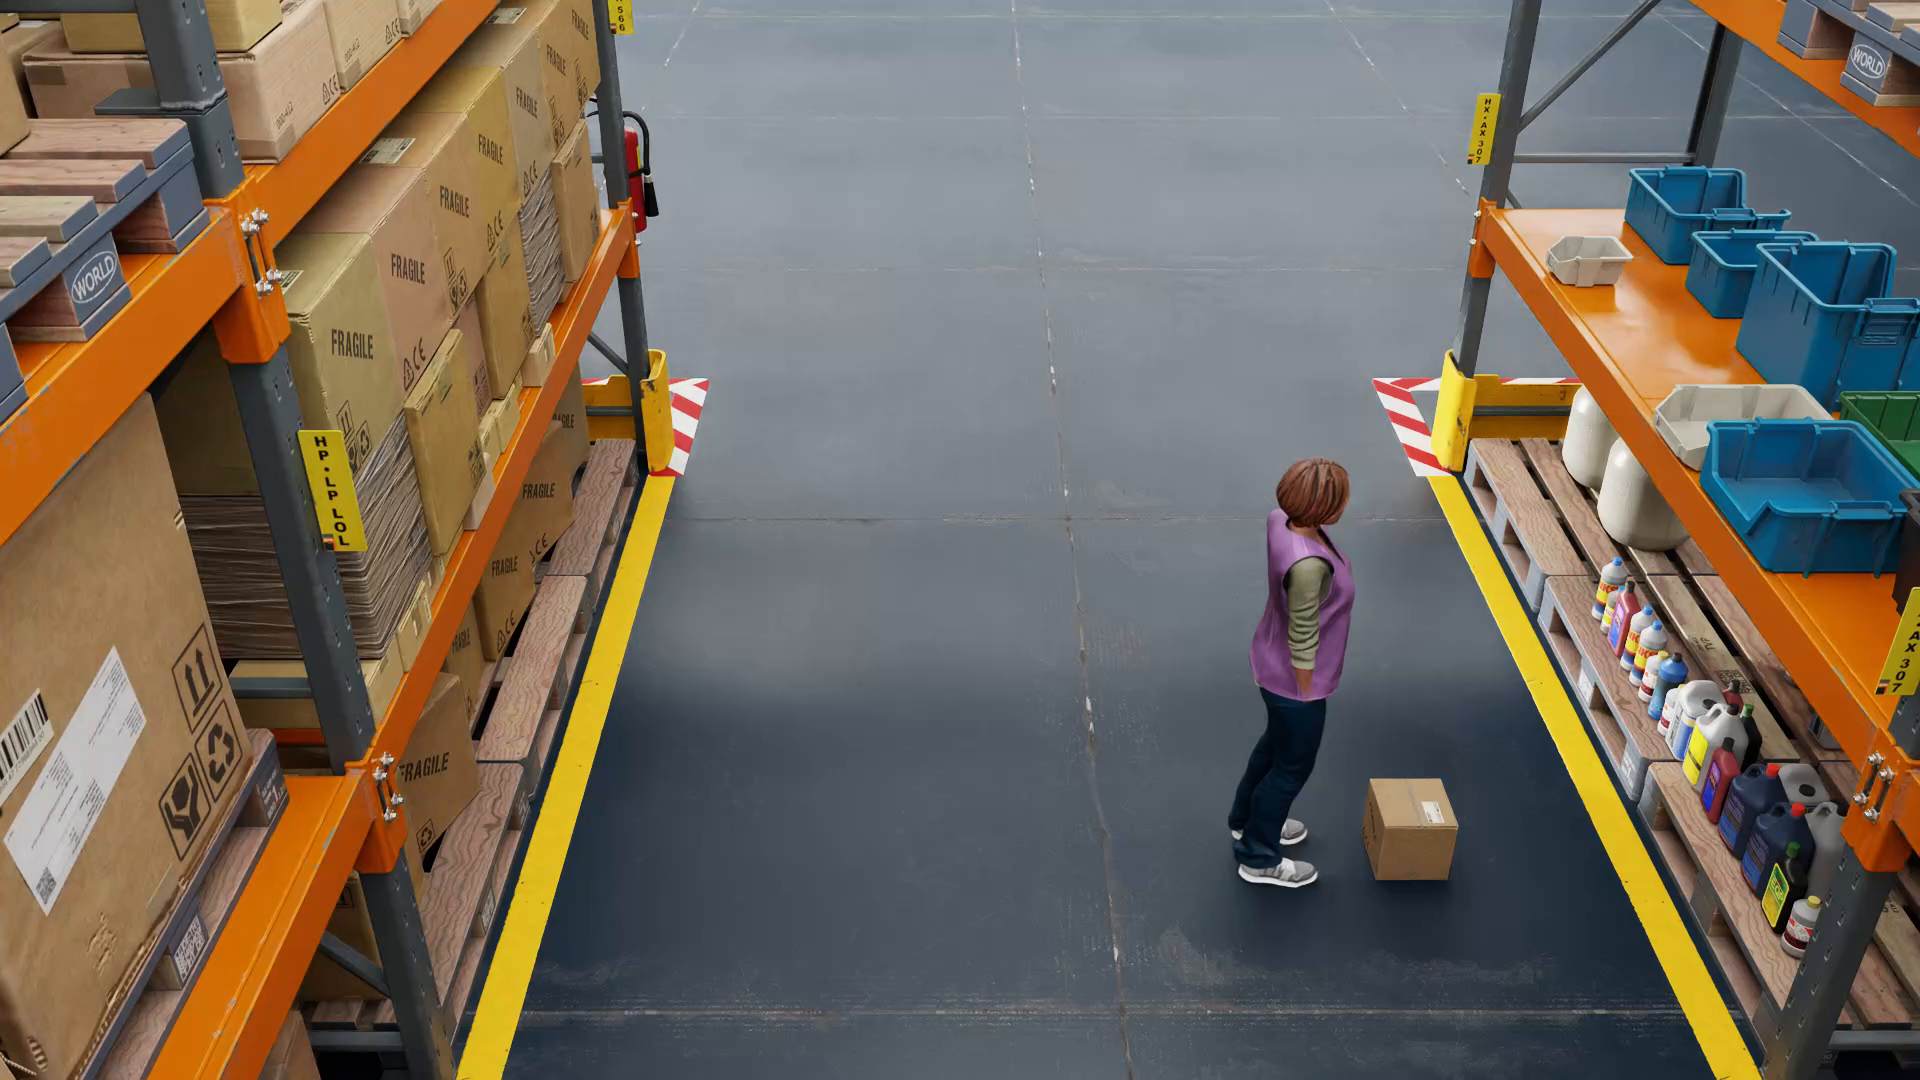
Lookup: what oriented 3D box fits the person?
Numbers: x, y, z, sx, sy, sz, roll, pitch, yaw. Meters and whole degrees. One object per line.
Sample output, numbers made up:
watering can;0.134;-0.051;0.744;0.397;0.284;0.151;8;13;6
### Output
person;1.098;0.432;5.457;0.281;1.598;0.405;1;32;1
